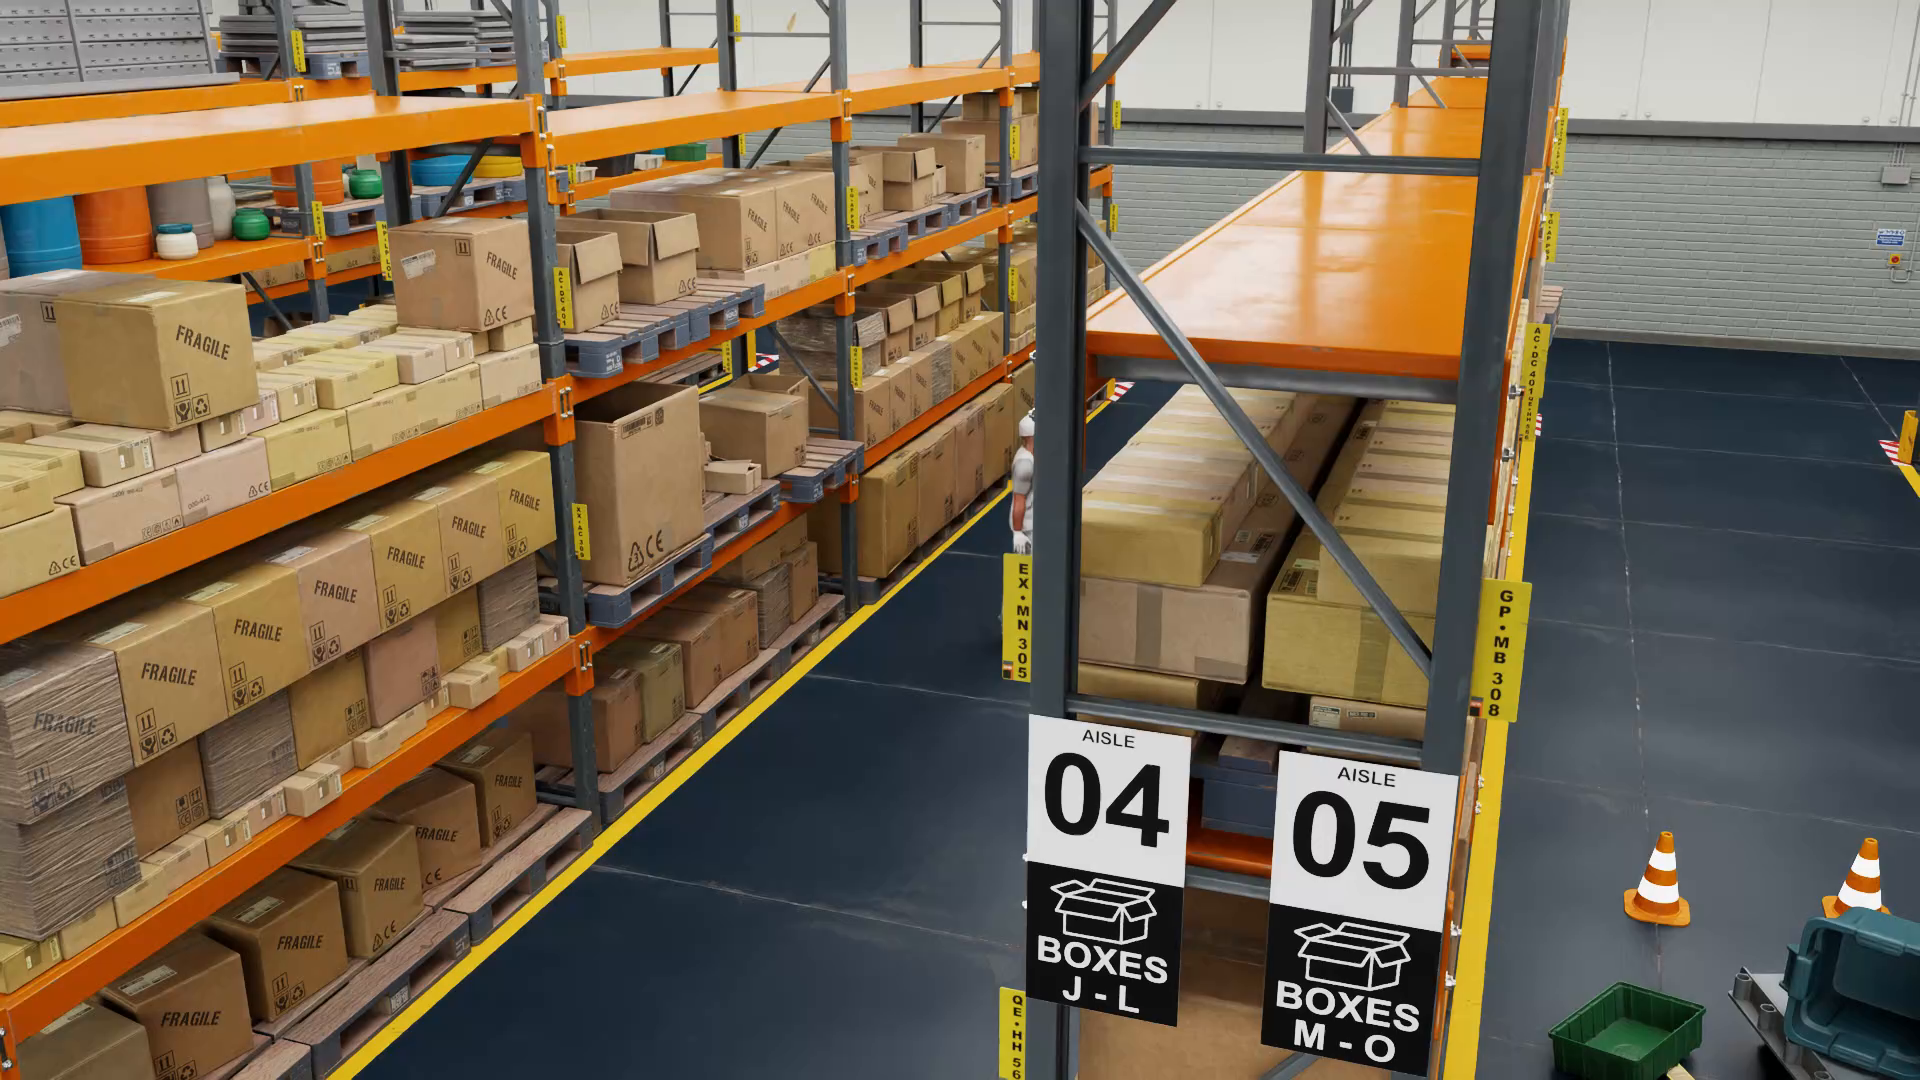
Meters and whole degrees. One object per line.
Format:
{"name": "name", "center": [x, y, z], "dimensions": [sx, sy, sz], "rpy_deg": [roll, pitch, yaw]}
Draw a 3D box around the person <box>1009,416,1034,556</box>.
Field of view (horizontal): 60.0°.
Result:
{"name": "person", "center": [0.569, -0.091, 12.758], "dimensions": [0.450, 1.788, 0.570], "rpy_deg": [1, 18, 4]}
